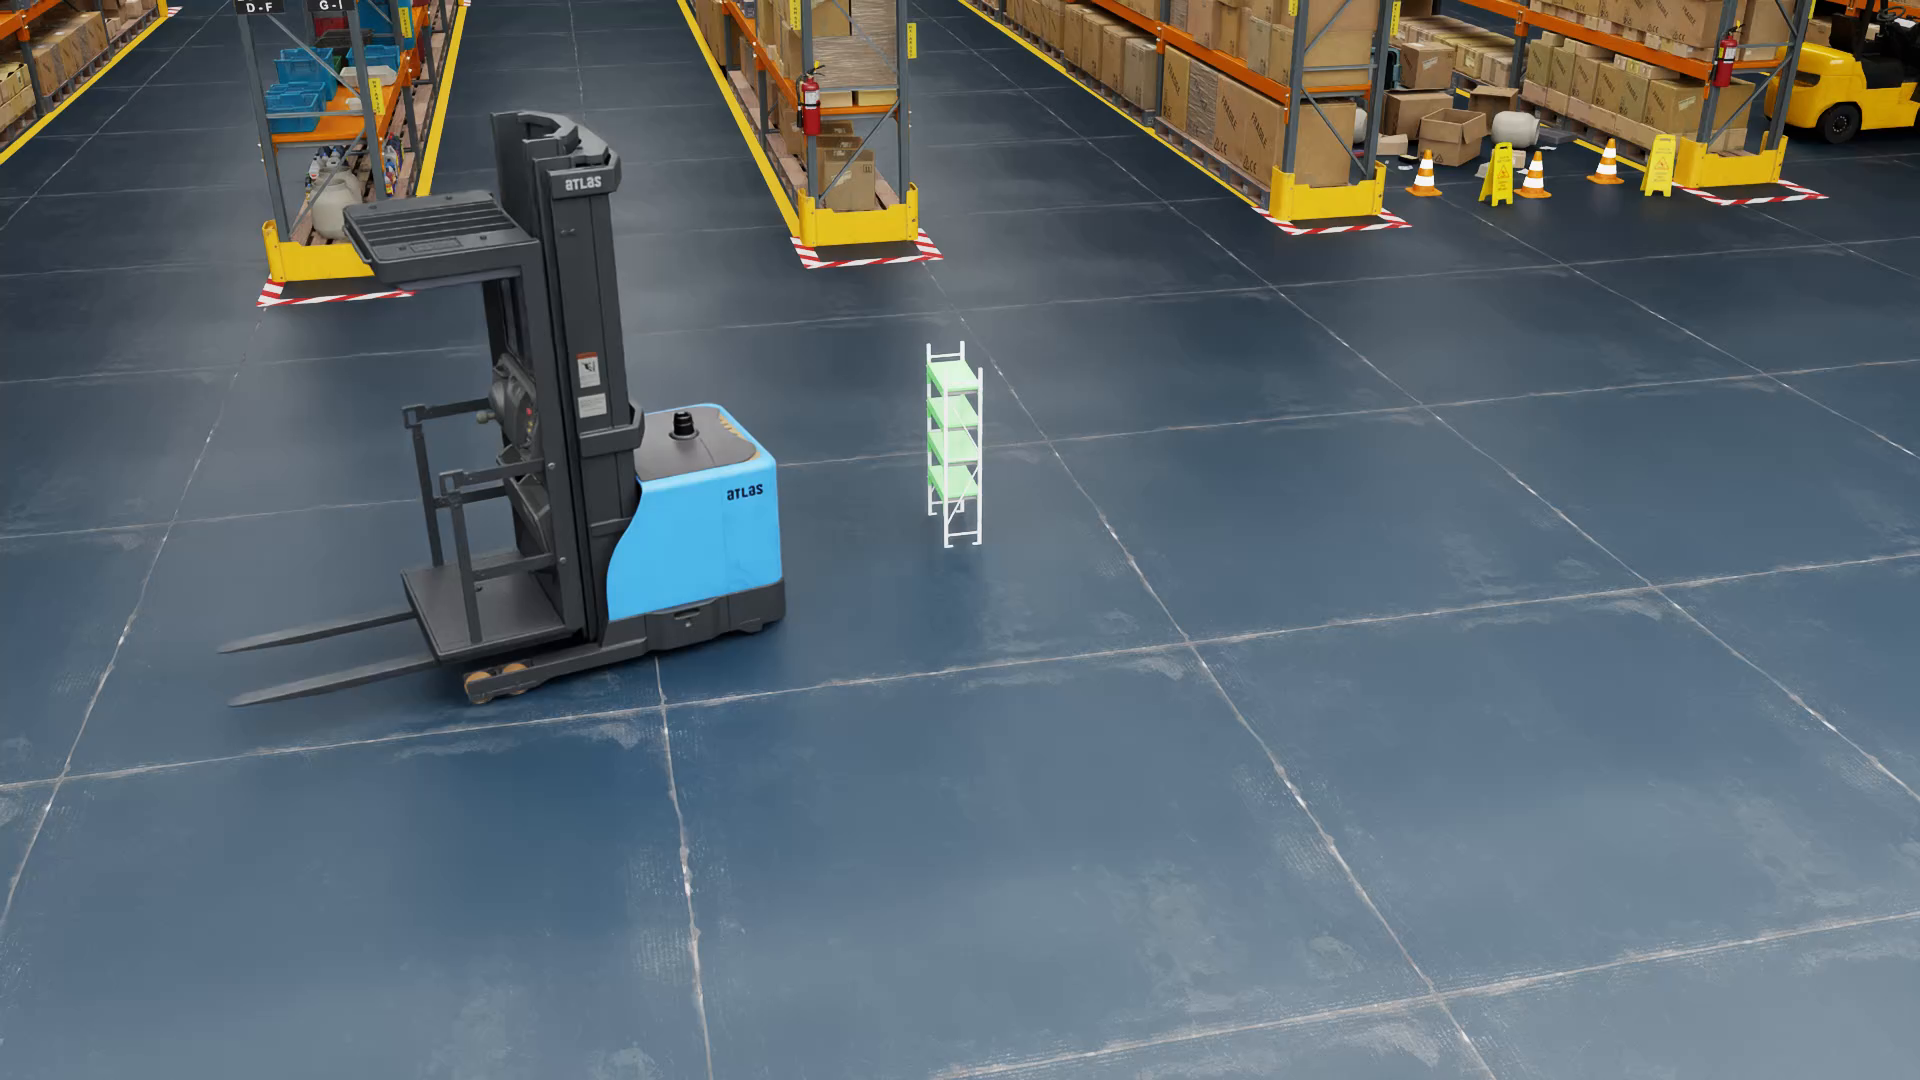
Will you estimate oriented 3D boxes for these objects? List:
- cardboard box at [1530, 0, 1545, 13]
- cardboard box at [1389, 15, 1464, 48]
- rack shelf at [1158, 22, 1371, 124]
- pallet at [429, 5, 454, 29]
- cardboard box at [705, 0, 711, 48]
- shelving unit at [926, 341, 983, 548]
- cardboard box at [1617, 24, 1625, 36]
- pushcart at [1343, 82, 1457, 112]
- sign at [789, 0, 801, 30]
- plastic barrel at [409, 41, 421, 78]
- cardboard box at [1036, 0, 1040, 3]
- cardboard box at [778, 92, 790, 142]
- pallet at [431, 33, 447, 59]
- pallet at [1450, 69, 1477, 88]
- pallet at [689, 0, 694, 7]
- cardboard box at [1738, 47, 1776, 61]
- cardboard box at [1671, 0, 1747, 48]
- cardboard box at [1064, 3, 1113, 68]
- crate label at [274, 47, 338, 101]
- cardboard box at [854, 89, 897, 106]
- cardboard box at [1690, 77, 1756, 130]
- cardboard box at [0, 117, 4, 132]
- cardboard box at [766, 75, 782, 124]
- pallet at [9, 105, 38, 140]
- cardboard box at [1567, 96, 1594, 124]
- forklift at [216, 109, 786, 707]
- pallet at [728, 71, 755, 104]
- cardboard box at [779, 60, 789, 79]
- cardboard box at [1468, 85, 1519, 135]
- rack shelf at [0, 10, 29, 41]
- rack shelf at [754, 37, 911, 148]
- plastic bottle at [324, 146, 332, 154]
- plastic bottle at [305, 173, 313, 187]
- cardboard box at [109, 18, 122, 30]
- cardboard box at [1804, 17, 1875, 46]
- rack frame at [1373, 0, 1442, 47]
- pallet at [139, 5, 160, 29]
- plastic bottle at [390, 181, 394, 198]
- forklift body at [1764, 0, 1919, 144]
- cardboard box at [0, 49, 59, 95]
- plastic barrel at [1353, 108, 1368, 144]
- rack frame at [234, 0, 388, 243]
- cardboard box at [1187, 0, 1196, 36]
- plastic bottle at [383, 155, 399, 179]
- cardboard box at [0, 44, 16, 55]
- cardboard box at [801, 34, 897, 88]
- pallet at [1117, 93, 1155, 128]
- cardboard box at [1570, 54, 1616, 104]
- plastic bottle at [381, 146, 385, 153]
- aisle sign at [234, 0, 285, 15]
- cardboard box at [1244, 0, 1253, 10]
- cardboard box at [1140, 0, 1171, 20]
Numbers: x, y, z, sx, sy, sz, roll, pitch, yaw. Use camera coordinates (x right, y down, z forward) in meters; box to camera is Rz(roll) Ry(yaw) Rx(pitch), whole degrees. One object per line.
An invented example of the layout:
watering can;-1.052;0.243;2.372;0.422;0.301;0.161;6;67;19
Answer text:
cardboard box;7.512;-6.825;21.221;0.380;0.149;0.250;-6;27;-12
cardboard box;6.970;-7.629;24.986;0.950;0.372;0.625;-8;28;-15
rack shelf;3.405;-5.362;18.842;1.077;0.370;4.000;-6;27;-12
pallet;-9.012;-8.721;27.794;1.003;0.211;1.213;-6;27;-12
cardboard box;-3.131;-7.794;24.754;1.225;0.875;0.875;-6;27;-11
shelving unit;-0.037;-0.608;10.624;0.258;1.200;0.503;-6;27;-12
cardboard box;8.037;-6.055;19.696;0.380;0.149;0.250;-6;27;-12
pushcart;5.544;-5.684;21.592;1.648;0.377;0.936;-16;31;-29
sign;-1.545;-4.956;15.604;0.100;0.325;0.005;-6;27;-12
plastic barrel;-7.755;-6.786;22.808;0.600;0.830;0.708;-6;27;-12
cardboard box;1.419;-8.442;25.622;0.500;0.250;0.500;-5;27;-10
cardboard box;-1.850;-4.993;19.622;0.500;0.500;0.500;-7;28;-13
pallet;-8.397;-7.523;25.420;1.003;0.211;1.213;-6;27;-12
pallet;7.298;-6.741;23.871;1.003;0.211;1.213;-6;27;-12
pallet;-4.349;-9.781;29.895;1.003;0.211;1.213;-6;27;-12
cardboard box;8.780;-5.410;18.418;0.380;0.149;0.250;-6;27;-11
cardboard box;8.264;-5.739;18.351;0.500;0.500;0.500;-6;27;-13
cardboard box;2.102;-7.223;23.763;1.050;0.750;0.750;-6;27;-12
crate label;-6.504;-4.639;16.572;0.502;0.435;0.616;-6;27;-12
cardboard box;-0.832;-4.383;16.383;0.380;0.149;0.250;-6;27;-12
cardboard box;8.737;-5.039;19.158;0.500;0.500;0.500;-7;28;-13
cardboard box;-11.750;-4.934;19.783;0.500;0.250;0.500;-5;27;-11
cardboard box;-2.019;-5.454;20.512;0.700;0.500;0.500;-8;28;-16
pallet;-12.308;-5.243;20.903;1.003;0.211;1.213;-6;27;-12
cardboard box;7.877;-5.315;20.538;0.500;0.250;0.500;-6;27;-12
forklift;-2.569;-0.697;8.878;3.031;2.935;1.130;-13;30;-24
pallet;-2.628;-6.269;22.937;1.003;0.211;1.213;-6;27;-12
cardboard box;-1.706;-4.985;17.577;0.380;0.149;0.250;-6;27;-12
cardboard box;6.669;-5.384;20.860;0.500;0.500;0.500;13;30;24
rack shelf;-12.004;-5.654;19.421;1.077;0.370;4.000;-6;27;-12
rack shelf;-1.451;-4.902;17.932;1.077;0.370;4.000;-6;27;-12
plastic bottle;-6.949;-4.216;18.225;0.144;0.351;0.185;-5;27;-10
plastic bottle;-6.711;-3.637;17.154;0.061;0.283;0.133;-5;27;-10
cardboard box;-13.445;-8.126;26.176;0.380;0.166;0.250;-6;27;-12
cardboard box;12.460;-6.969;23.397;0.875;0.625;0.625;-5;27;-9
rack frame;6.852;-8.864;24.982;1.000;3.000;0.127;-6;27;-12
pallet;-14.060;-8.737;27.826;1.003;0.211;1.213;-6;27;-12
plastic bottle;-5.954;-3.663;17.295;0.097;0.201;0.097;0;27;0
forklift body;11.286;-6.126;20.499;2.313;2.155;1.214;-6;27;-12
cardboard box;-12.279;-6.162;21.916;0.500;0.500;0.500;-5;27;-9
plastic barrel;4.704;-5.068;20.322;0.512;0.421;0.421;13;30;24
rack frame;-5.825;-3.842;15.034;1.000;3.000;0.127;-6;27;-12
cardboard box;3.195;-6.228;19.593;0.875;0.550;0.550;-6;27;-12
plastic bottle;-6.152;-4.028;17.935;0.152;0.276;0.135;-5;27;-11
cardboard box;-12.895;-6.320;22.229;0.500;0.500;0.500;-5;27;-10
cardboard box;-1.097;-4.767;16.425;0.875;0.500;0.500;-6;27;-12
pallet;2.706;-5.647;21.704;1.003;0.211;1.213;-6;27;-12
cardboard box;7.871;-5.654;20.377;0.500;0.500;0.500;-5;27;-9
plastic bottle;-6.396;-4.215;18.307;0.152;0.276;0.135;-6;27;-12
aisle sign;-6.099;-4.941;14.326;0.394;0.787;0.004;-6;27;-12
cardboard box;3.602;-6.012;17.968;0.875;0.550;0.550;-6;27;-12
cardboard box;2.576;-6.807;20.797;0.500;0.500;0.500;-6;27;-12
